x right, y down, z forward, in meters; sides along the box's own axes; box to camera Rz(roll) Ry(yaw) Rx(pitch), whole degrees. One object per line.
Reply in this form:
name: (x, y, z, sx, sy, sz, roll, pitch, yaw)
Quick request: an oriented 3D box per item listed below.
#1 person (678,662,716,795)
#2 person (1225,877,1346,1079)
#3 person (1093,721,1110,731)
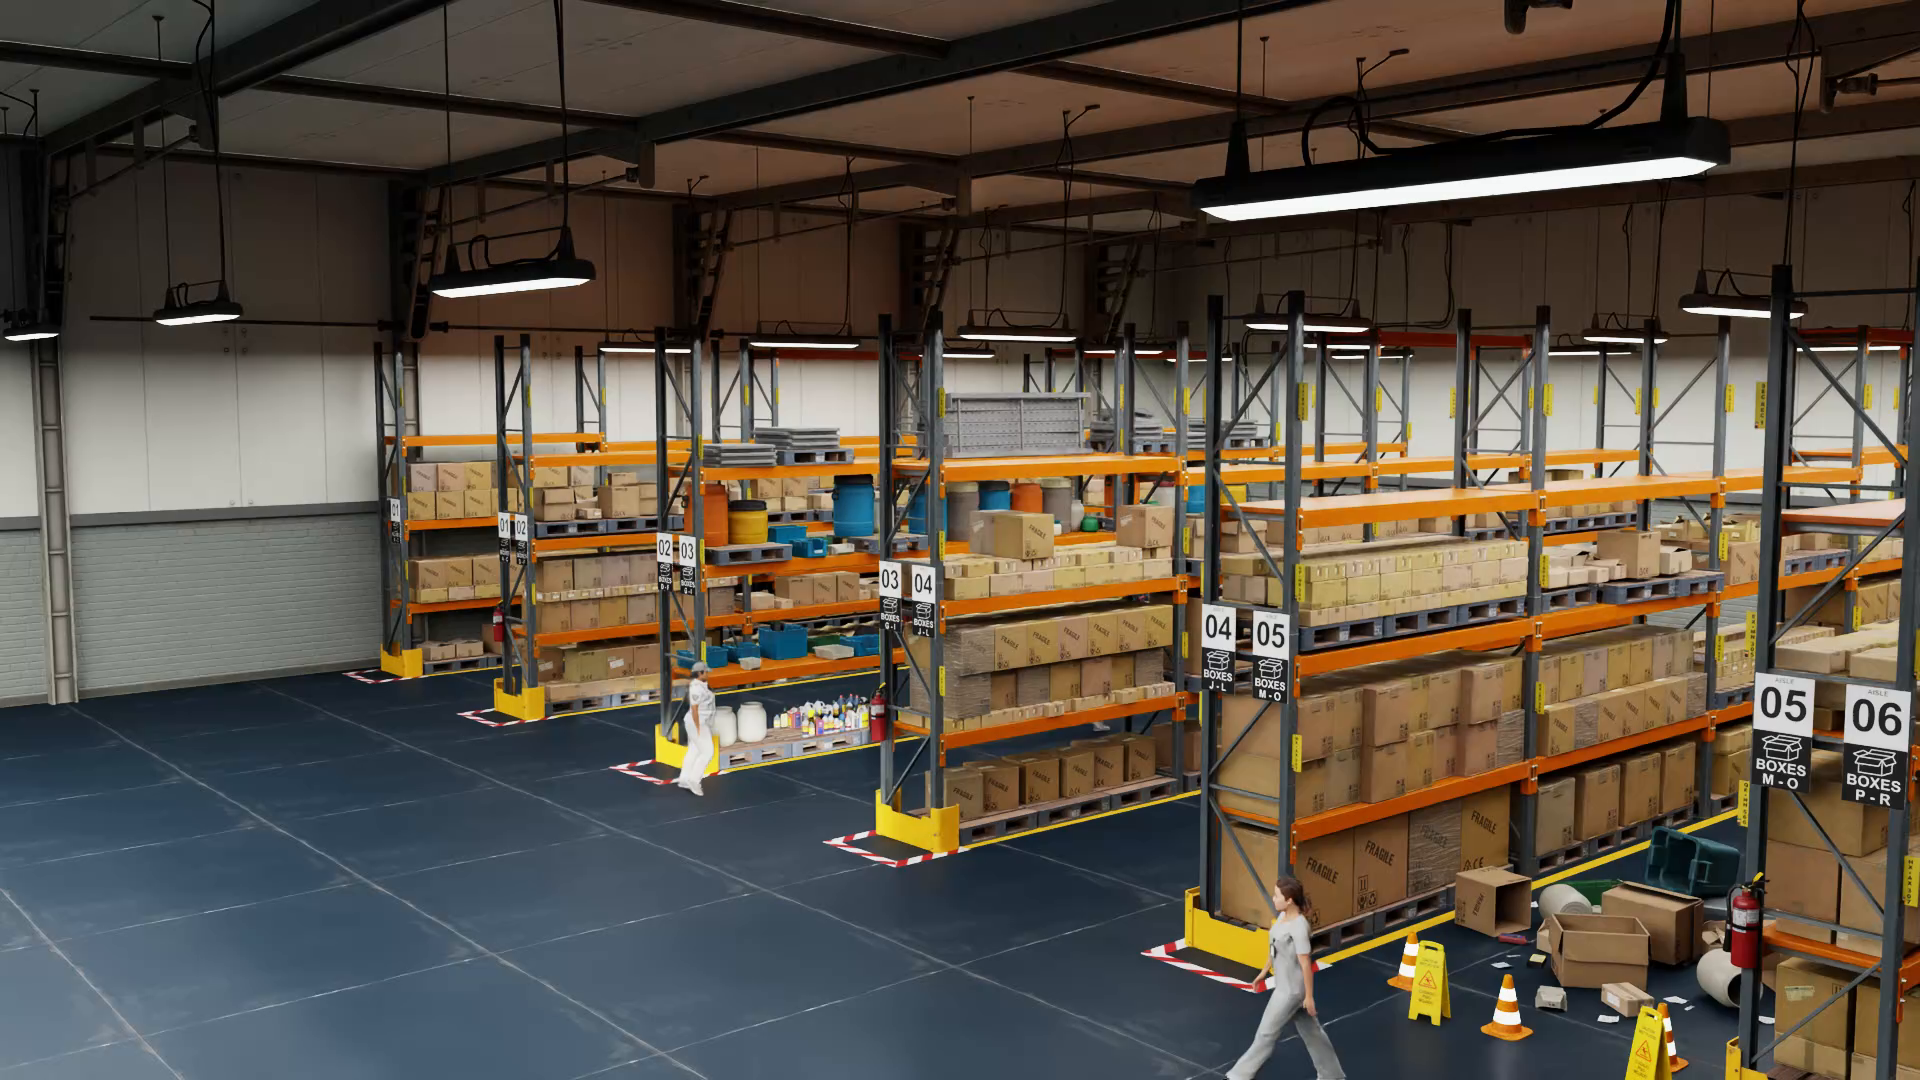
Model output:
person: (-3.390, 2.403, 21.385, 0.501, 1.665, 0.590, 0, 5, 0)
person: (2.315, 3.238, 12.105, 1.044, 1.615, 0.468, 0, 5, 3)
person: (2.090, 2.059, 25.003, 0.471, 1.672, 0.498, -4, 6, -35)
